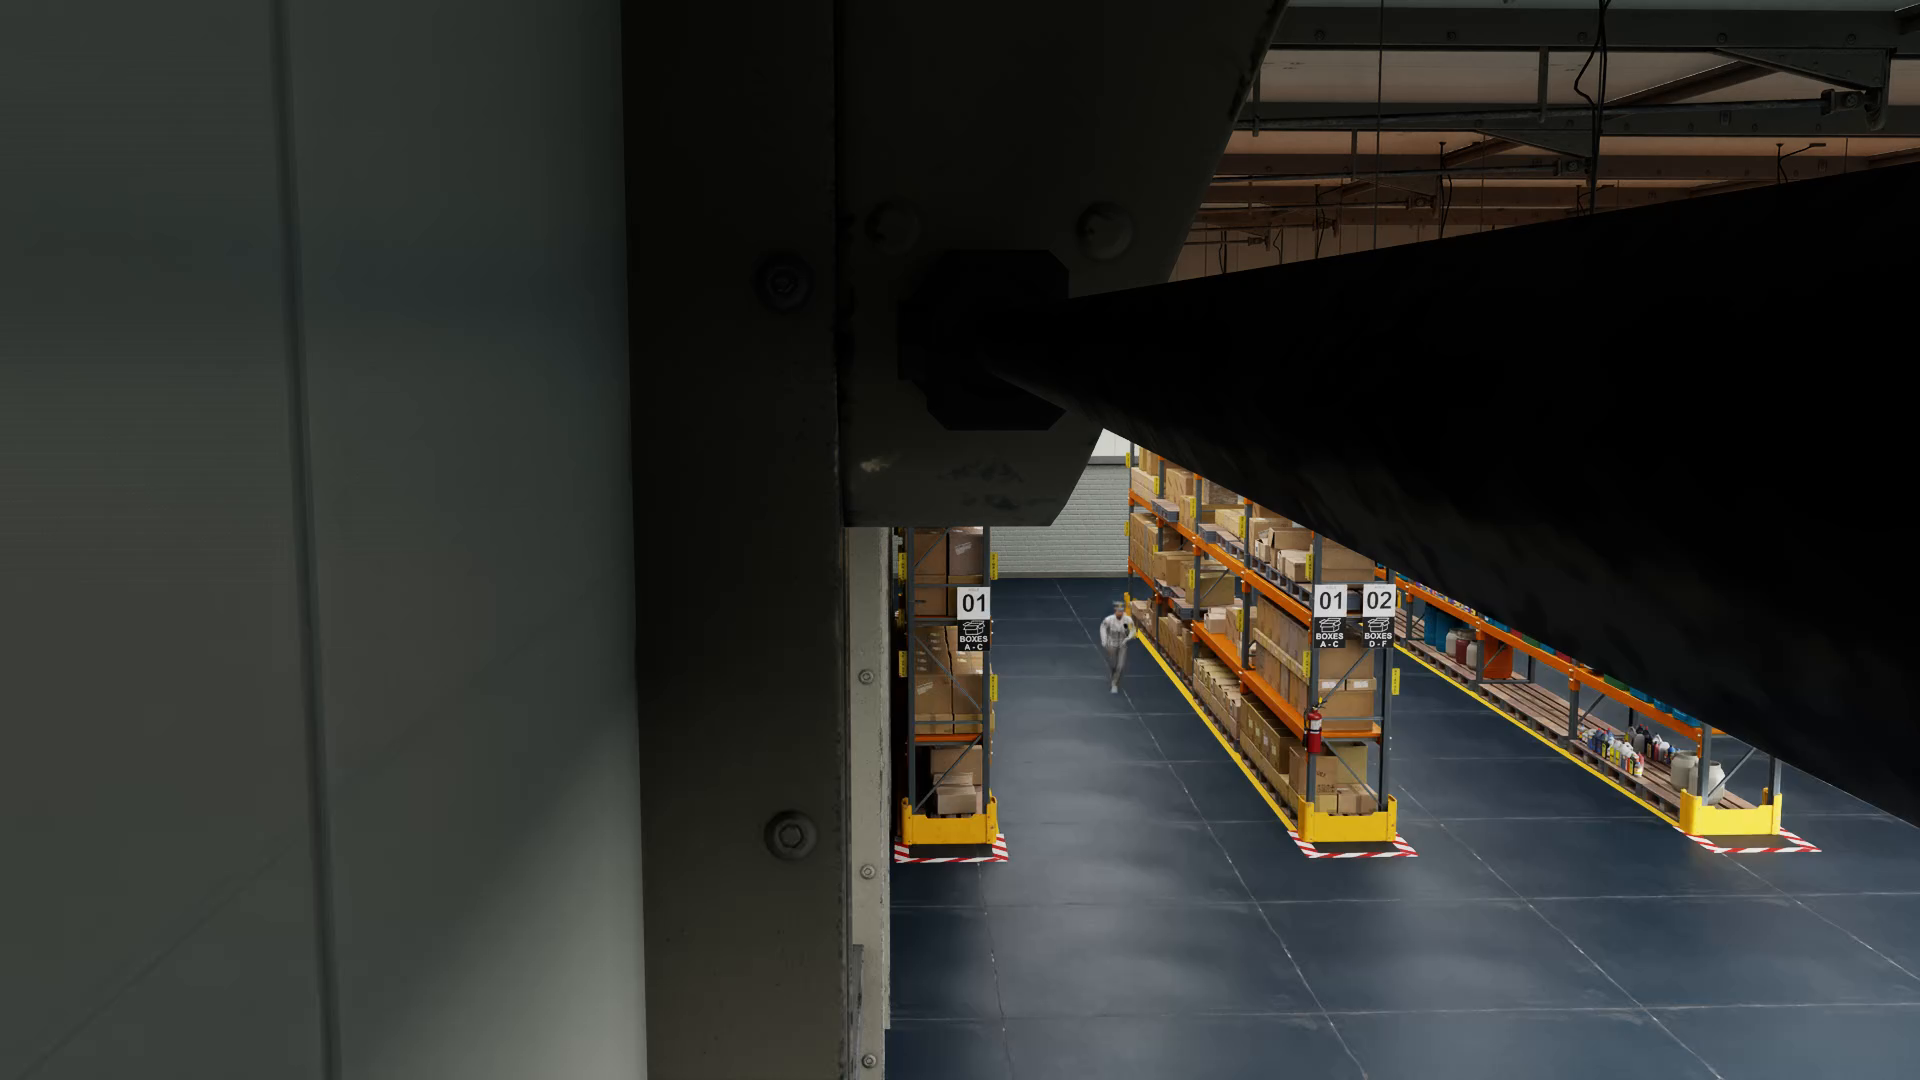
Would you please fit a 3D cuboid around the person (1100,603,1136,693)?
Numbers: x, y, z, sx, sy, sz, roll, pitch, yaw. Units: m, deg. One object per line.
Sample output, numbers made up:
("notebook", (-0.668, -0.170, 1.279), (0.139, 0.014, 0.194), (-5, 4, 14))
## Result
("person", (2.742, 1.854, 28.934), (0.608, 1.620, 0.692), (0, 7, -3))
